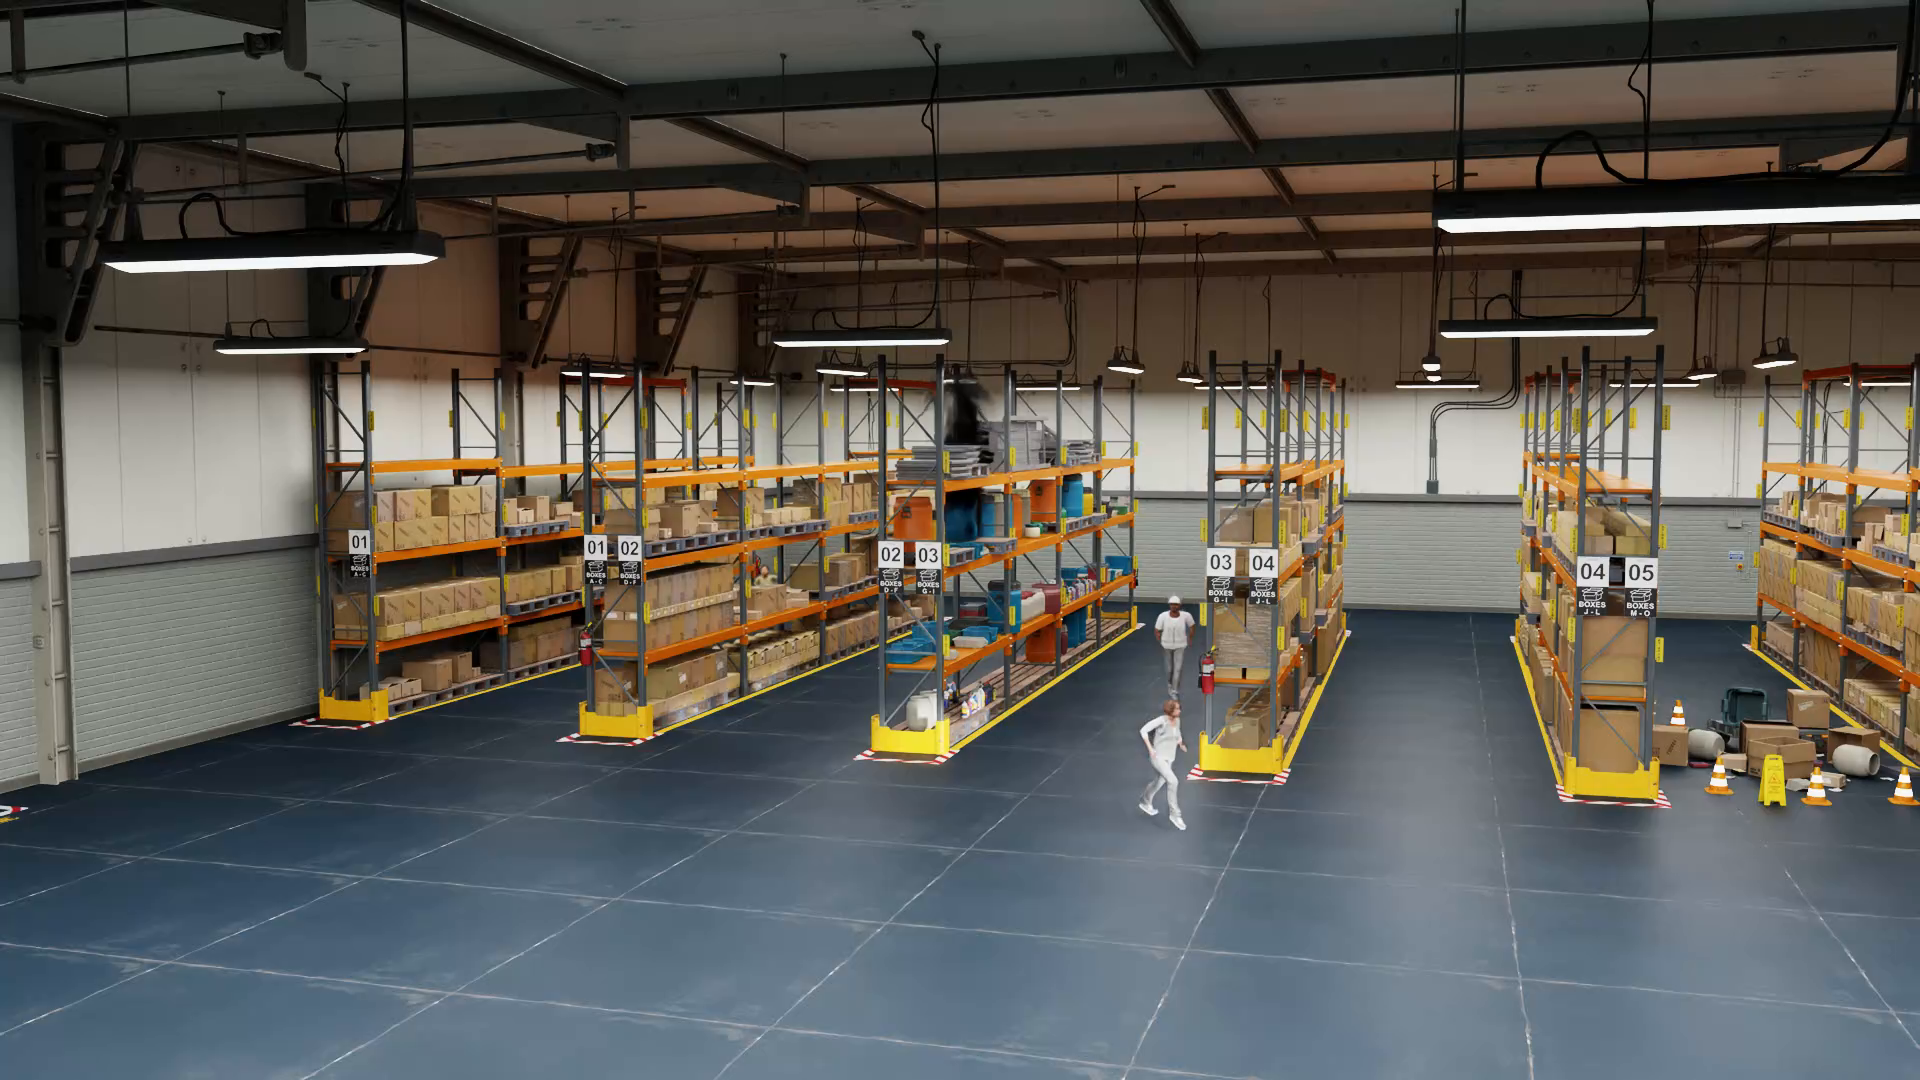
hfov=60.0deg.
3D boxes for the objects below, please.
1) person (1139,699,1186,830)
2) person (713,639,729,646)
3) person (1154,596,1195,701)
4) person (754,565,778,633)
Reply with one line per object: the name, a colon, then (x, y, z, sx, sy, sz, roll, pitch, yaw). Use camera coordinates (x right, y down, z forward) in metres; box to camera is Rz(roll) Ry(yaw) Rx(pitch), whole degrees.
person: (2.499, 2.740, 20.656, 0.566, 1.589, 0.841, -4, 6, -42)
person: (-5.154, 1.662, 35.359, 0.616, 1.659, 0.554, 1, 4, 16)
person: (3.646, 1.824, 28.255, 0.686, 1.768, 0.825, 1, 4, 10)
person: (-4.485, 1.412, 38.690, 0.599, 1.700, 0.820, 1, 4, 7)
